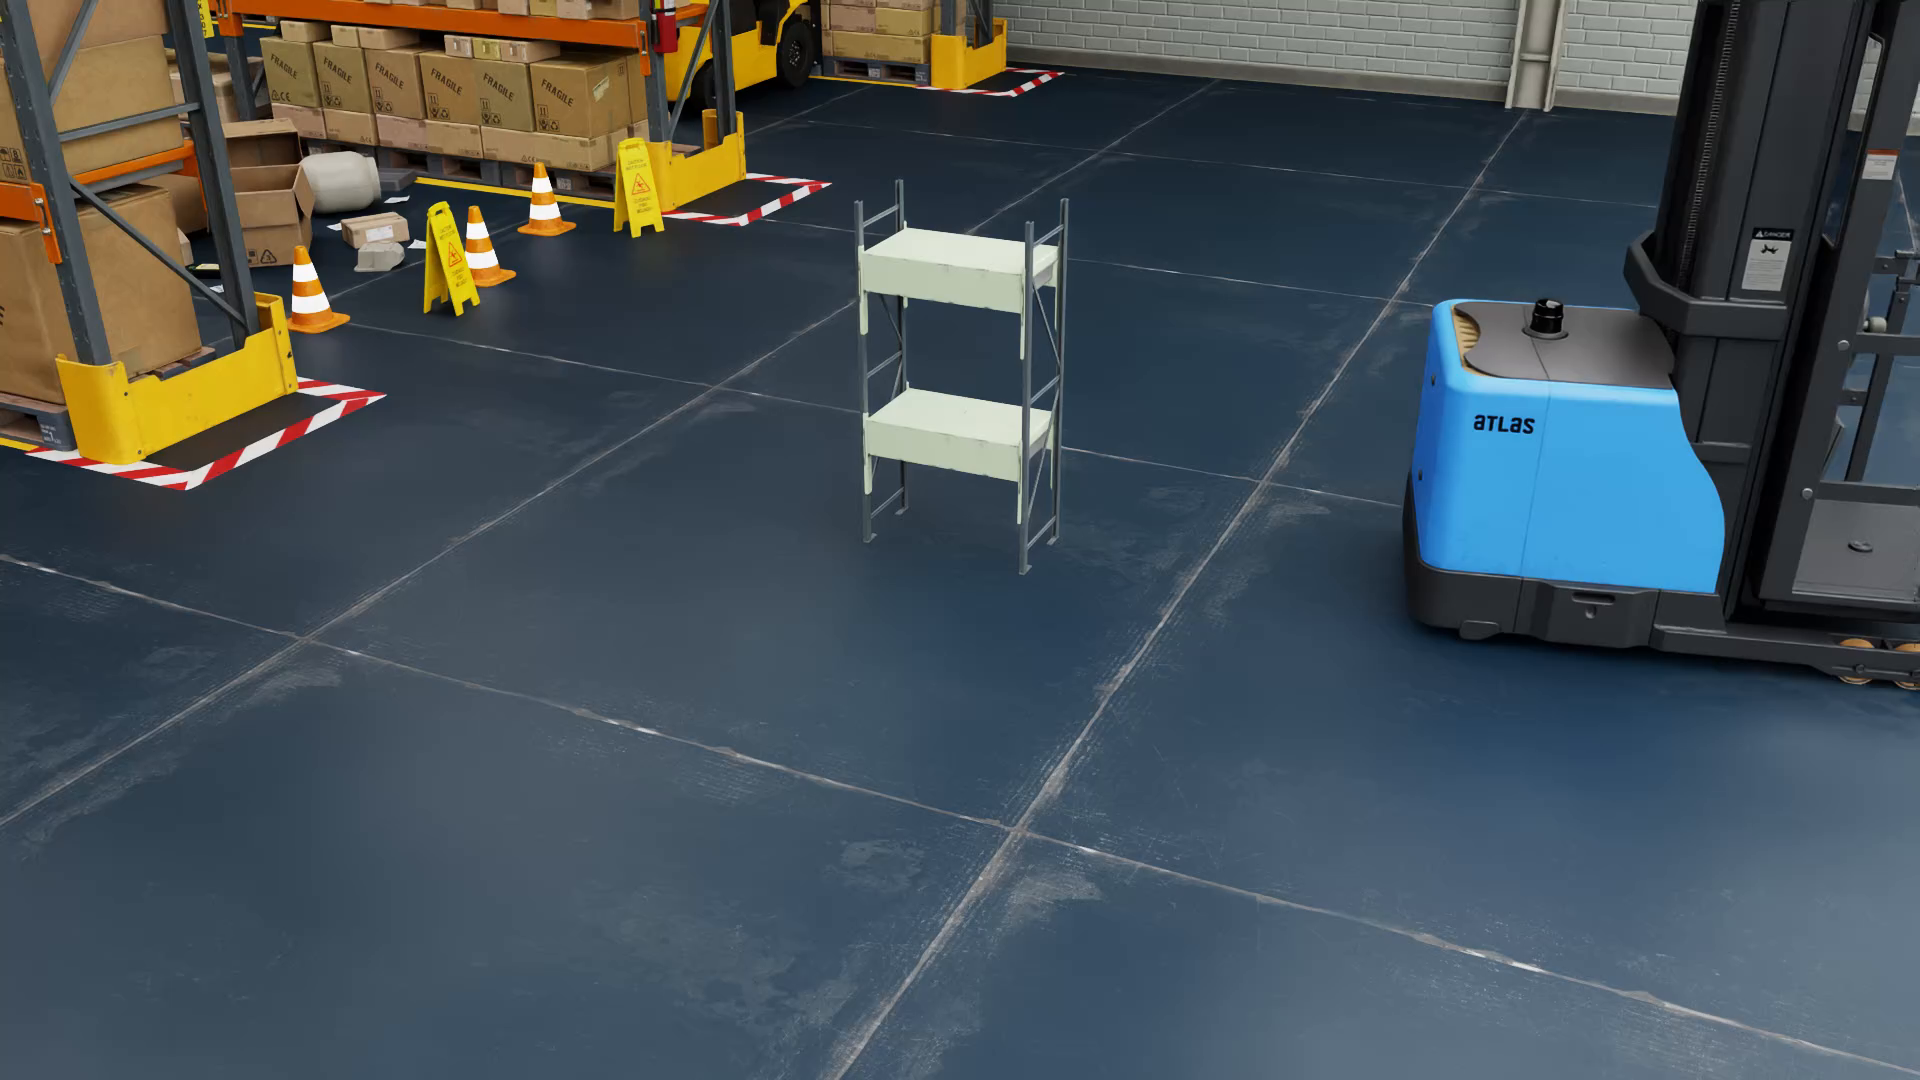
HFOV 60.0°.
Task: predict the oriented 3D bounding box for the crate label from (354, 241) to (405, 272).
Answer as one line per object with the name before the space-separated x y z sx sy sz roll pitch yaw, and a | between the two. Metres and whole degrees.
crate label | -3.795 -1.860 10.873 0.298 0.136 0.250 -2 26 -5

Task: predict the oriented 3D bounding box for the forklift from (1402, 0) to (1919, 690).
forklift | 3.331 -1.020 6.002 3.031 2.935 1.130 5 27 10

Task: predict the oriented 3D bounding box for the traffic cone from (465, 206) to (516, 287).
traffic cone | -3.054 -1.887 10.560 0.334 0.463 0.336 11 28 22

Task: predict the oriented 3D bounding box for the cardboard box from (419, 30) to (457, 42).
cardboard box | -4.041 -3.811 13.384 0.500 0.500 0.500 13 29 24

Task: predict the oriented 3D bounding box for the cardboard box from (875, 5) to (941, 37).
cardboard box | -0.499 -5.113 16.311 0.500 0.250 0.500 11 28 21

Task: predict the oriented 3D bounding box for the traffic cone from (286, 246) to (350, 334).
traffic cone | -3.831 -1.495 9.763 0.334 0.463 0.336 11 28 22

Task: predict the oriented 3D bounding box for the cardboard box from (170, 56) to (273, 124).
cardboard box | -6.098 -3.810 14.092 0.625 0.372 0.950 12 29 22

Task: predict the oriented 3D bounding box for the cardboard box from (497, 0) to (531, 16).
cardboard box | -3.155 -3.936 12.133 0.250 0.149 0.380 12 29 23

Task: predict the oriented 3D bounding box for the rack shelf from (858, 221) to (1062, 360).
rack shelf | 0.006 -1.022 6.744 0.720 0.370 0.431 11 28 22

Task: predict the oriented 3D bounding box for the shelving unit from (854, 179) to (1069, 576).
shelving unit | 0.006 -0.672 6.916 0.755 1.500 0.431 11 28 22

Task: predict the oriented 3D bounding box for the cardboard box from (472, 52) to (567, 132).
cardboard box | -3.292 -3.401 12.551 0.500 0.500 0.500 12 29 24

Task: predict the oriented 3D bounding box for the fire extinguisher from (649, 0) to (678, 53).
fire extinguisher | -2.065 -3.733 11.524 0.183 0.674 0.296 11 28 22

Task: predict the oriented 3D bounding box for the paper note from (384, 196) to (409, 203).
paper note | -4.187 -2.535 12.365 0.148 0.019 0.142 2 26 4

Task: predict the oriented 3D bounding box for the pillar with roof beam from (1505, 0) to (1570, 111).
pillar with roof beam | 3.492 -6.324 9.907 0.400 9.000 9.100 11 28 22

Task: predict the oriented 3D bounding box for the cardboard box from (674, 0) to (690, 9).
cardboard box | -2.202 -4.007 12.277 0.250 0.149 0.380 11 28 22

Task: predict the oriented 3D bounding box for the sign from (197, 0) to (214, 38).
sign | -3.700 -2.611 8.088 0.005 0.325 0.100 11 28 22

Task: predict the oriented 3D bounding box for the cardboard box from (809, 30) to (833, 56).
cardboard box | -1.386 -5.074 16.798 0.500 0.250 0.500 12 29 22

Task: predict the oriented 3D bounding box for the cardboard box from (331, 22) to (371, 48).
cardboard box | -4.637 -3.931 12.893 0.250 0.149 0.380 13 29 24

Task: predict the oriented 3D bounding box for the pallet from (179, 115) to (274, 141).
pallet | -6.329 -3.596 14.315 1.213 0.211 1.003 11 28 22

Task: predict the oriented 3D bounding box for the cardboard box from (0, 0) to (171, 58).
cardboard box | -4.257 -2.601 7.744 0.550 0.550 0.875 11 28 22

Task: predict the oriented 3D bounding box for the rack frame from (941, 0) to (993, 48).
rack frame | 0.073 -5.971 15.981 0.127 3.000 1.000 11 28 22

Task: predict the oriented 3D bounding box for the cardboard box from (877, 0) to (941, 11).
cardboard box | -0.475 -5.333 16.191 0.500 0.250 0.500 12 29 24

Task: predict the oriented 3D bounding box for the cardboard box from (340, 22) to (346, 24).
cardboard box | -4.970 -3.996 13.760 0.500 0.500 0.500 11 28 21

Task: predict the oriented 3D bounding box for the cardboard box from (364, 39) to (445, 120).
cardboard box | -4.231 -3.592 12.938 0.500 0.500 0.500 13 29 24

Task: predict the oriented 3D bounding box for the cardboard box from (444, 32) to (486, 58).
cardboard box | -3.644 -3.734 12.493 0.250 0.149 0.380 13 29 24

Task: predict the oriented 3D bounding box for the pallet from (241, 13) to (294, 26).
pallet | -7.873 -6.334 19.876 1.213 0.211 1.003 11 28 22

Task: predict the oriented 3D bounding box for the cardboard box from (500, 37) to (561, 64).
cardboard box | -3.177 -3.638 12.298 0.250 0.149 0.380 12 29 23

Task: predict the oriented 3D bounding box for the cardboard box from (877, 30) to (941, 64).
cardboard box | -0.485 -4.884 16.412 0.500 0.250 0.500 12 28 22

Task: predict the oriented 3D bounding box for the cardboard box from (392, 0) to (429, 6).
cardboard box | -4.064 -4.134 12.535 0.250 0.149 0.380 11 28 22

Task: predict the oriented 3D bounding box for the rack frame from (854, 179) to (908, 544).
rack frame | -0.327 -0.739 7.052 0.023 1.500 0.400 11 28 22

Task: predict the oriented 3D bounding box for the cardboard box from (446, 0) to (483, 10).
cardboard box | -3.600 -4.050 12.364 0.250 0.149 0.380 11 28 21

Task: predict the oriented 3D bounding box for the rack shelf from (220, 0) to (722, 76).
rack shelf | -3.799 -4.017 12.828 4.000 0.370 1.077 11 28 22

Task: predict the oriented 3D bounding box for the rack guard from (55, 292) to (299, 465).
rack guard | -3.913 -0.840 8.389 0.348 0.500 1.175 11 28 22

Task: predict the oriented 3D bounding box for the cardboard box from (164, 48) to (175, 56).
cardboard box | -7.387 -4.066 14.613 0.625 0.372 0.950 12 29 23

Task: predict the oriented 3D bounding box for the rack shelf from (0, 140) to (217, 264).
rack shelf | -5.756 -2.008 8.748 4.000 0.370 1.077 11 28 22

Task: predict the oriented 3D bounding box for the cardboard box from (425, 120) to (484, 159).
cardboard box | -3.772 -3.160 12.910 0.500 0.250 0.500 10 28 20

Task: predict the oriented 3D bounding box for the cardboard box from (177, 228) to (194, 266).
cardboard box | -5.249 -1.896 10.801 0.258 0.266 0.396 17 31 31

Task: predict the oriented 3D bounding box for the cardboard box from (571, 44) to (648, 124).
cardboard box | -2.620 -3.528 12.809 0.500 0.500 0.500 10 28 20

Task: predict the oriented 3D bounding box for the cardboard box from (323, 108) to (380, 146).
cardboard box | -4.703 -3.351 13.297 0.500 0.250 0.500 13 29 25

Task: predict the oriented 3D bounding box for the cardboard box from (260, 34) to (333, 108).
cardboard box | -5.194 -3.780 13.321 0.500 0.500 0.500 13 29 24

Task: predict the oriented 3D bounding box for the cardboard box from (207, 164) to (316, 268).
cardboard box | -4.625 -2.157 11.062 0.637 0.503 0.797 -7 27 -14

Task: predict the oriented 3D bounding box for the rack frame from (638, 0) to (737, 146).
rack frame | -1.978 -3.974 11.926 0.127 3.000 1.000 11 28 22

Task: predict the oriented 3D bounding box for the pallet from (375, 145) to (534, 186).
pallet | -3.879 -3.123 13.355 1.213 0.211 1.003 11 28 22

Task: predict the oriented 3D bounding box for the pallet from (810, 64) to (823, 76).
pallet | -1.747 -5.066 17.301 1.213 0.211 1.003 11 28 22

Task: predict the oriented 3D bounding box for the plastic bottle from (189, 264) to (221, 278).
plastic bottle | -4.834 -1.731 10.696 0.283 0.061 0.133 2 26 4

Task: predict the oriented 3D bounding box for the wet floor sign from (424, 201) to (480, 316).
wet floor sign | -3.089 -1.700 9.972 0.232 0.644 0.267 6 27 13

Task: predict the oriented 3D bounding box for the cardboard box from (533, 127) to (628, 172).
cardboard box | -2.847 -2.973 12.530 0.500 0.250 0.500 11 28 22

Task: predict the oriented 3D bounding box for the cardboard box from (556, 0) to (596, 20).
cardboard box | -2.684 -3.846 11.949 0.250 0.149 0.380 11 28 21

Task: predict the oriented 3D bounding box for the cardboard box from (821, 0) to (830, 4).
cardboard box | -1.406 -5.512 16.555 0.500 0.250 0.500 12 29 22

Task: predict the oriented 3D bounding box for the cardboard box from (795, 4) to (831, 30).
cardboard box | -1.430 -5.295 16.680 0.500 0.250 0.500 11 28 21

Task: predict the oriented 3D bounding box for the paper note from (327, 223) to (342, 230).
paper note | -4.374 -2.225 11.748 0.142 0.019 0.148 23 35 39
